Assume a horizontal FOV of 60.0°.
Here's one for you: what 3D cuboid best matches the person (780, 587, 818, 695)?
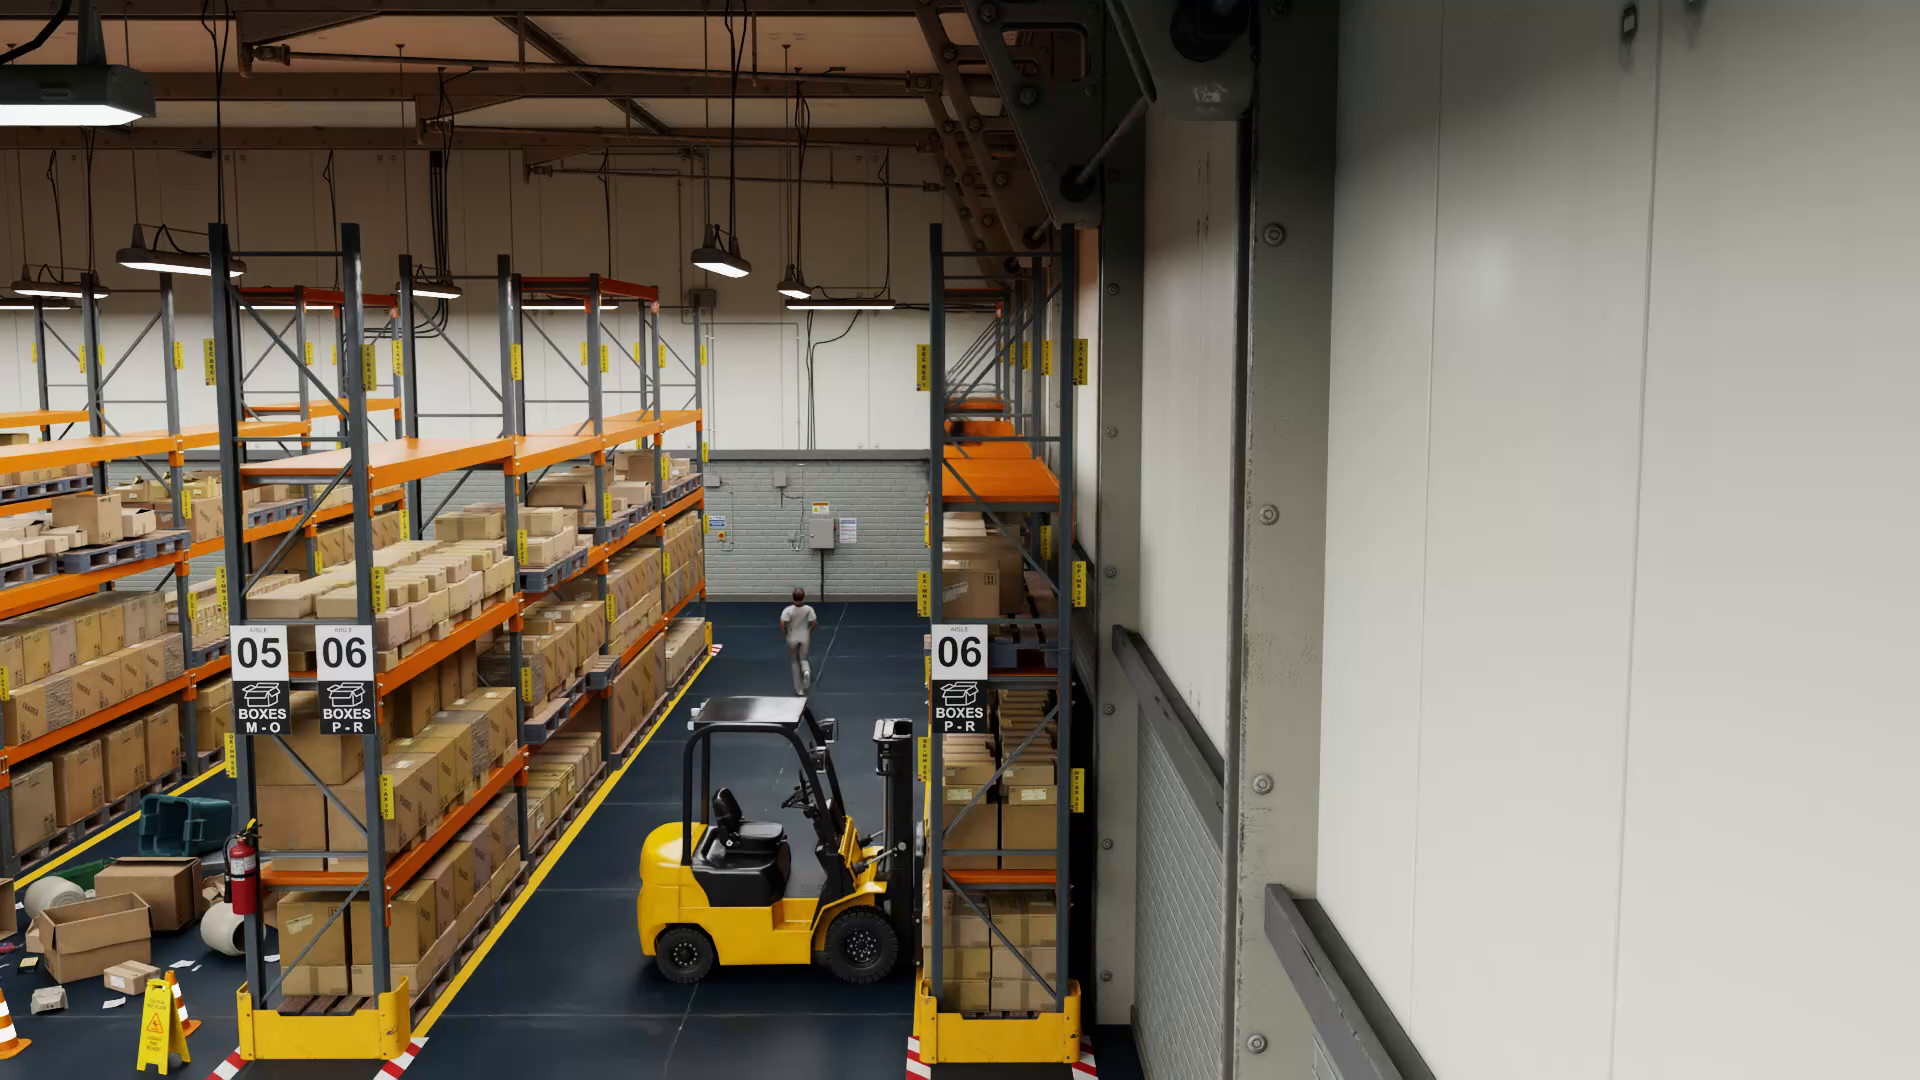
[{"bbox_3d":[-2.380,1.506,24.500,0.563,1.628,0.677,-2,7,-13],"label":"person"}]
